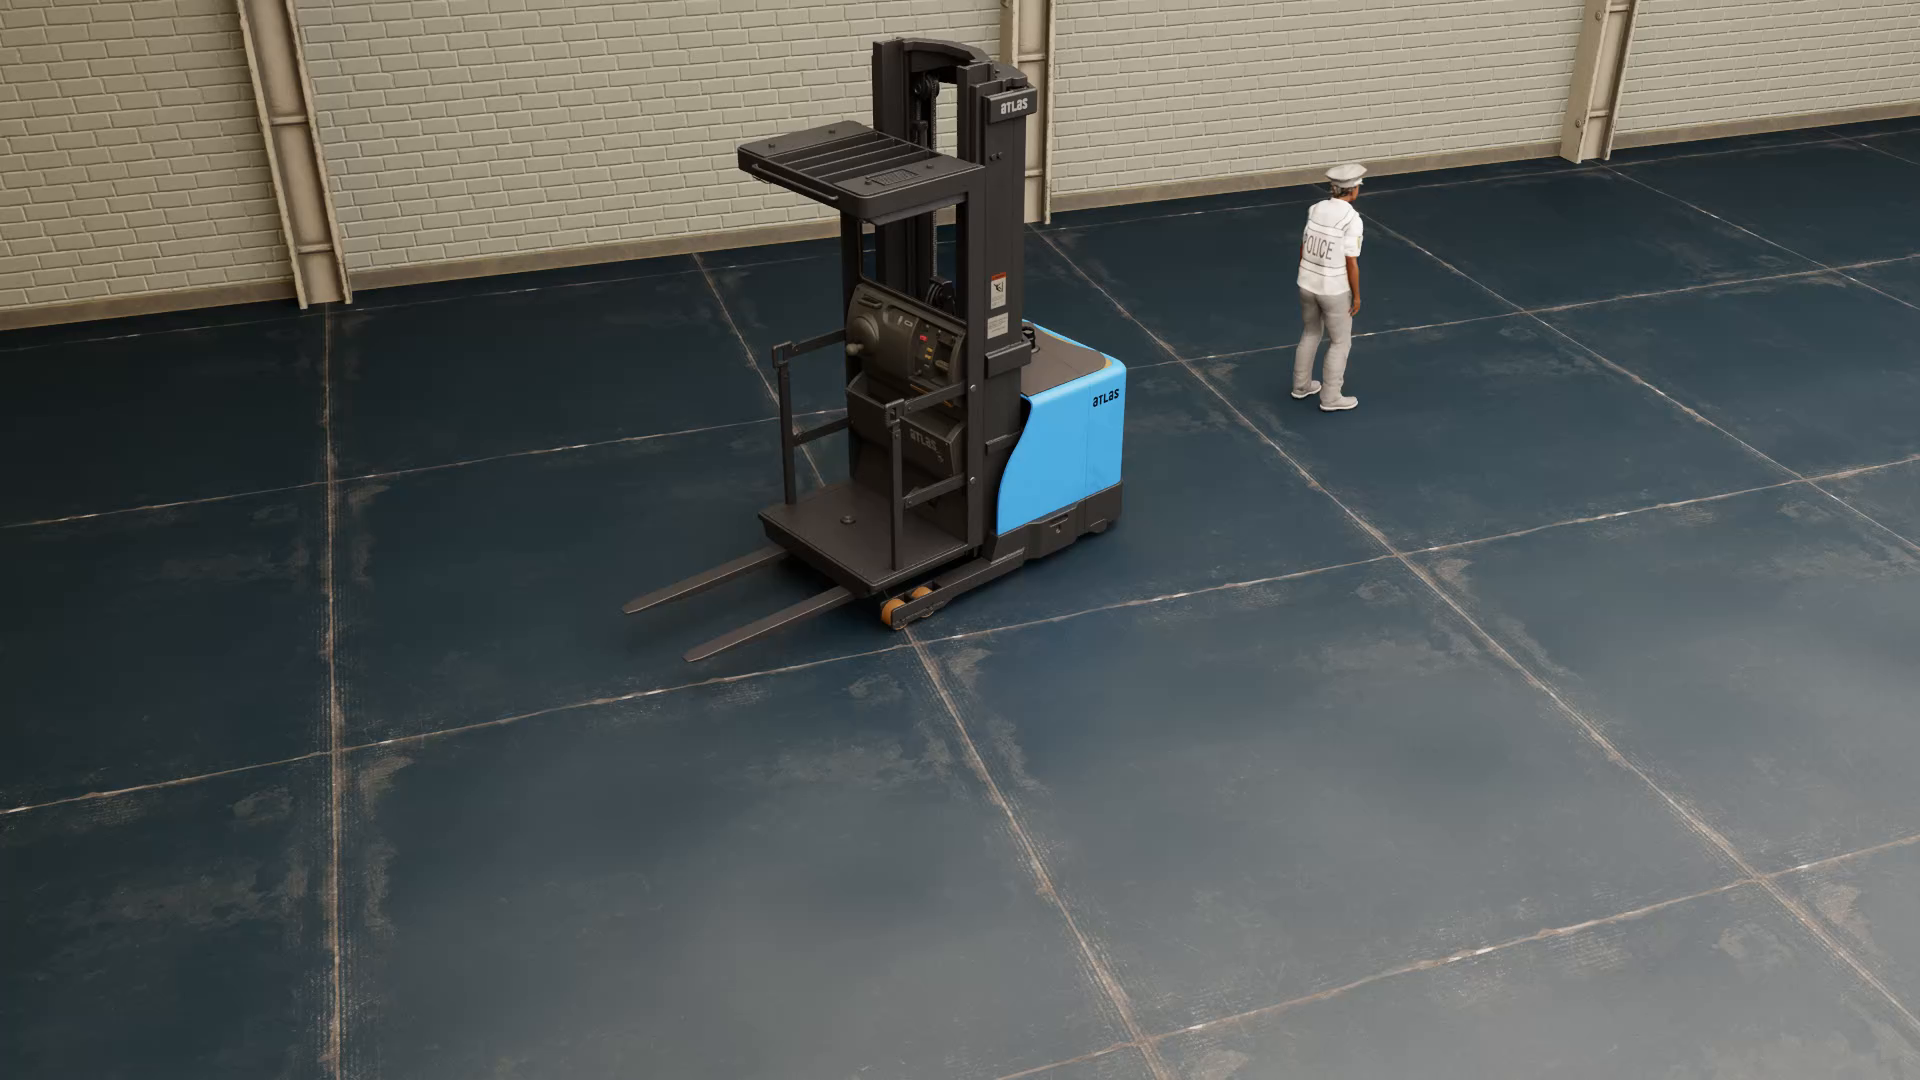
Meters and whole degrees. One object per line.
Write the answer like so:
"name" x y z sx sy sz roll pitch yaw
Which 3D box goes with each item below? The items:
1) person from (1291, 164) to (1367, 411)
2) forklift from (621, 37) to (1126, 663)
"person" 2.525 -1.710 11.338 0.399 1.657 0.513 -21 36 -32
"forklift" -0.461 -1.072 8.951 3.031 2.935 1.130 -23 37 -34
